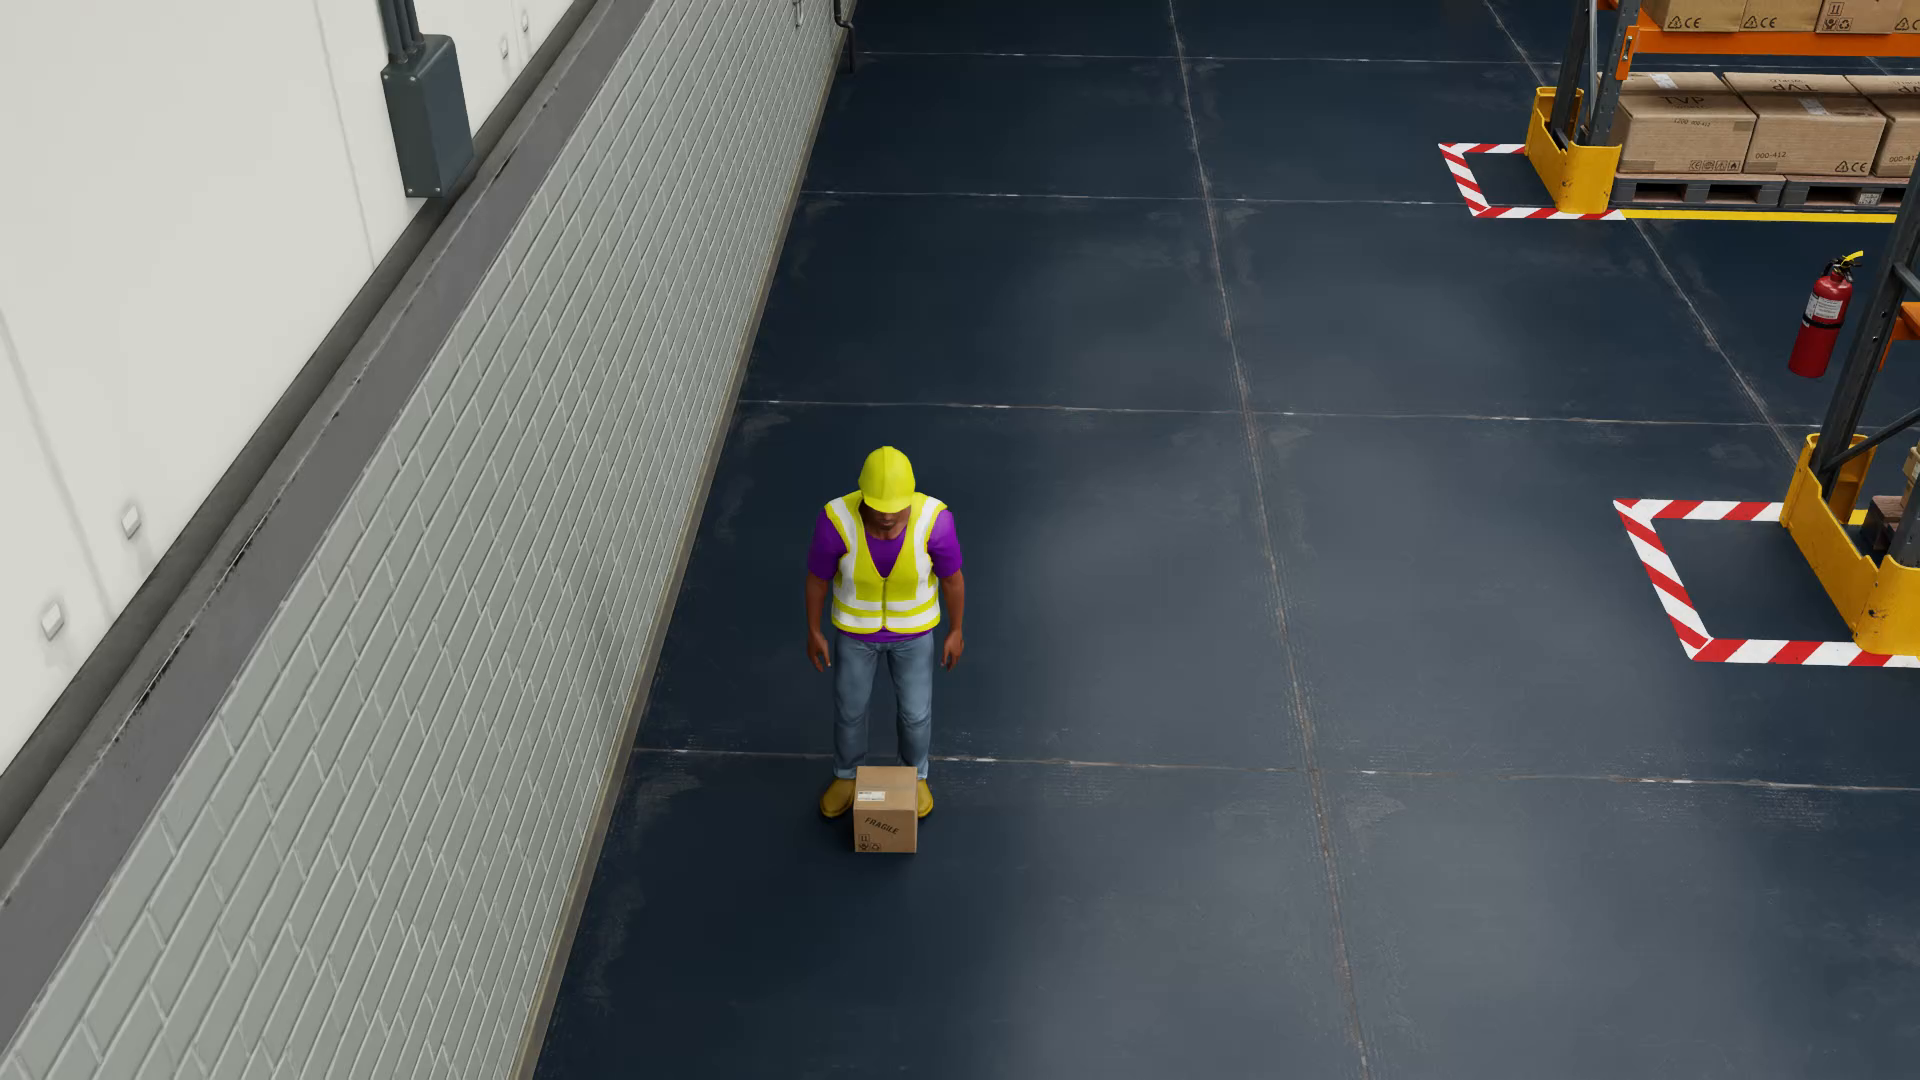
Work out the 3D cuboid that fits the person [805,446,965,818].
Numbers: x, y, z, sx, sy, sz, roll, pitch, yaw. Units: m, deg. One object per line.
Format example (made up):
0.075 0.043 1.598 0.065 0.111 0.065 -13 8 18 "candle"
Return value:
-0.296 0.364 6.592 0.632 1.759 0.461 -1 35 -1 "person"
